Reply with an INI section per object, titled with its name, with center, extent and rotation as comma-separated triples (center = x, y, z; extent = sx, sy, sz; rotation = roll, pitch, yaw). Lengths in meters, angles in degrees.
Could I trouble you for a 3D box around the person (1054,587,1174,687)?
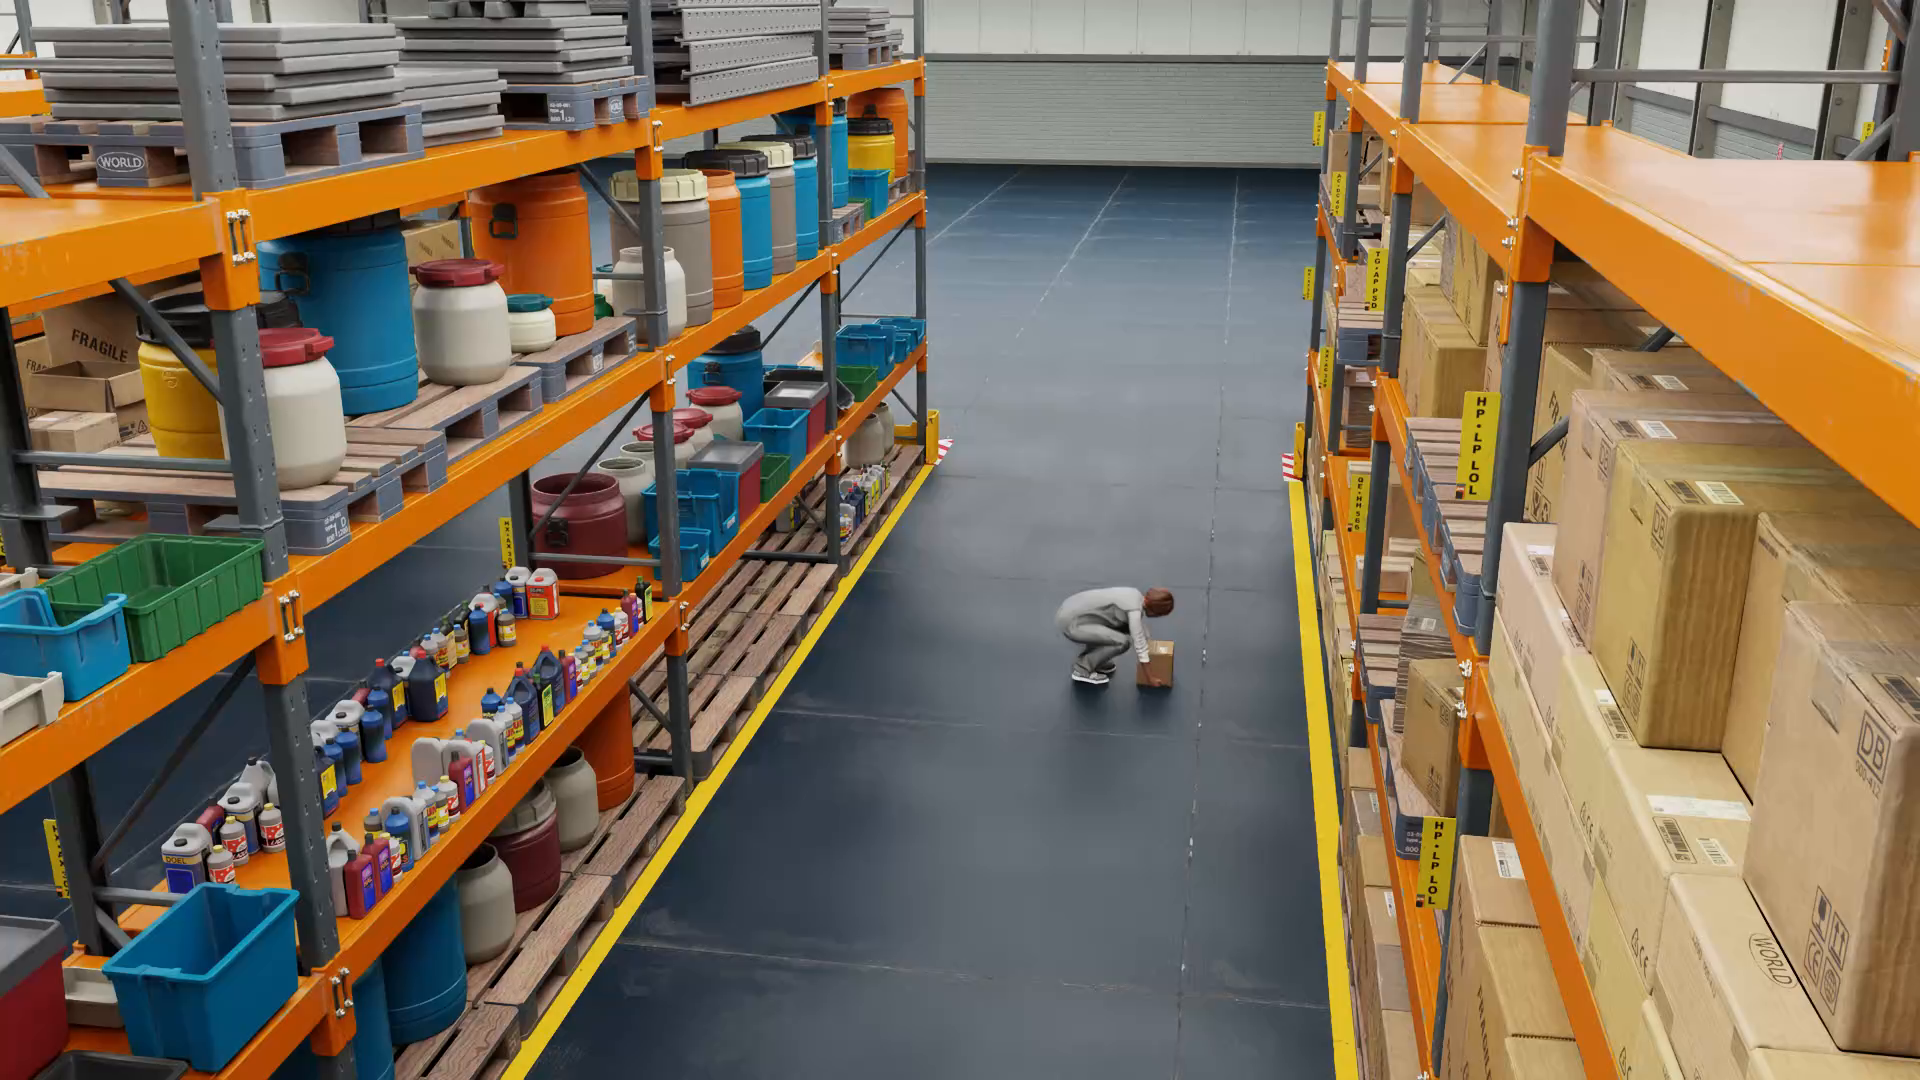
[person]
center = 1.104, 0.689, 12.001
extent = 0.854, 0.699, 0.422
rotation = 2, 18, 8
